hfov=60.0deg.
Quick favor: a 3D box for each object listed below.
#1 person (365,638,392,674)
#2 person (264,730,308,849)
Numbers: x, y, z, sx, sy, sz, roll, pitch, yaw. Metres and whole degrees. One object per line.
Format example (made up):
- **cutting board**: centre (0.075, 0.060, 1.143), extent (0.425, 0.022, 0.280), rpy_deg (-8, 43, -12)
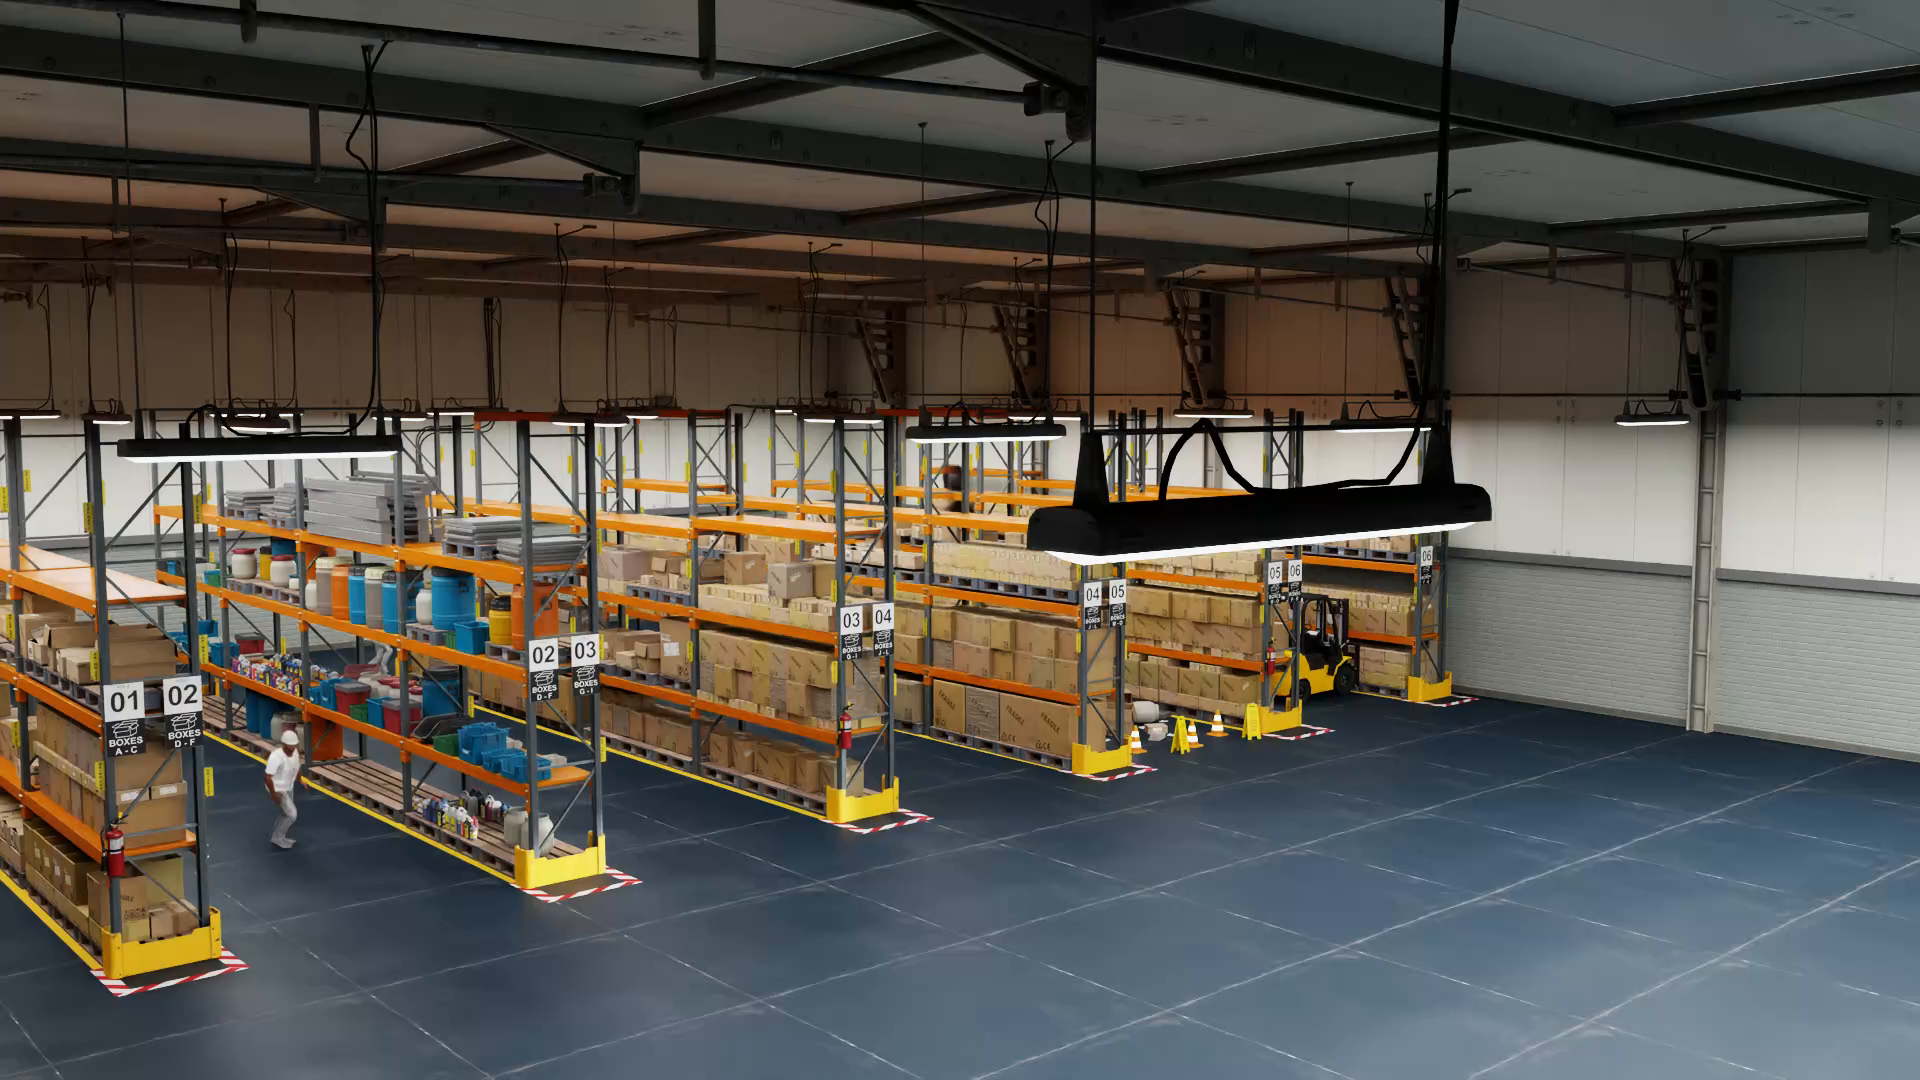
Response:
- **person**: centre (-13.040, 2.254, 37.488), extent (0.676, 1.578, 0.780), rpy_deg (1, 5, 8)
- **person**: centre (-9.406, 3.459, 23.136), extent (0.619, 1.694, 0.697), rpy_deg (1, 5, 6)
